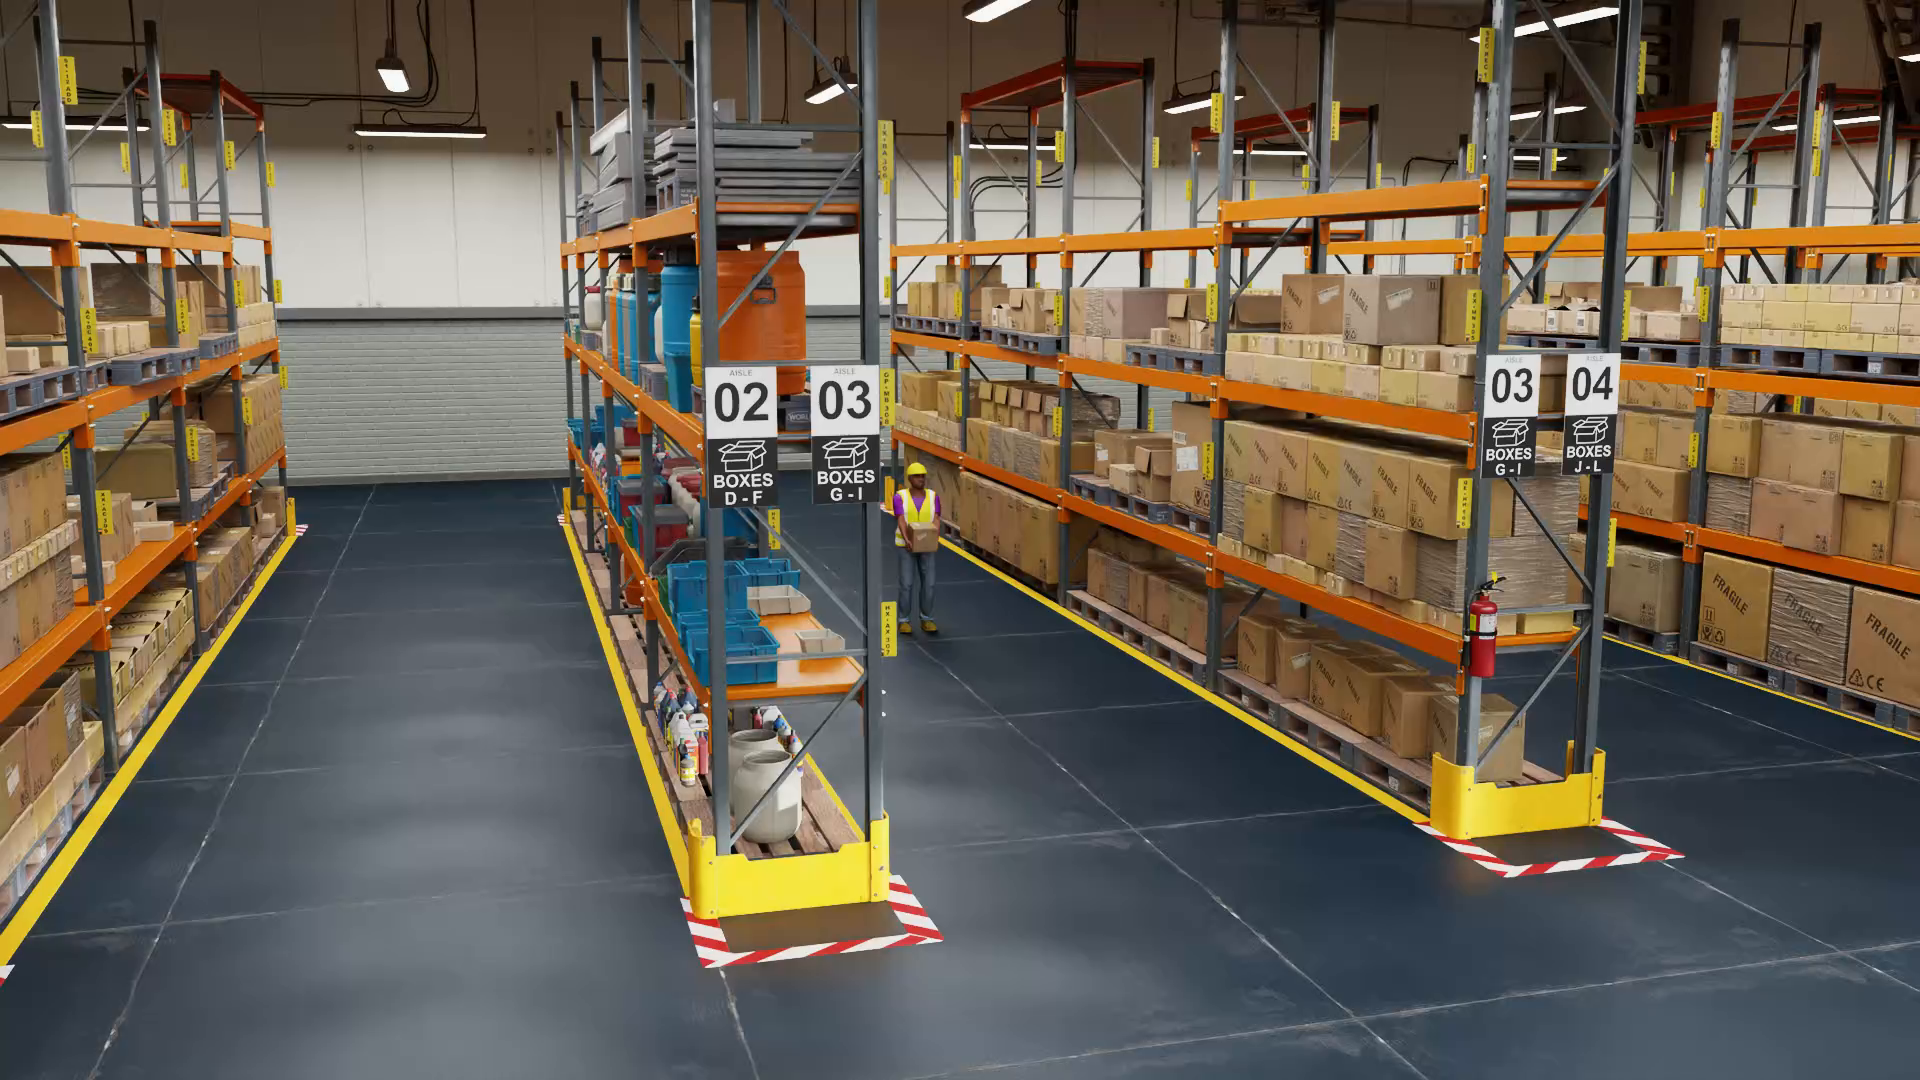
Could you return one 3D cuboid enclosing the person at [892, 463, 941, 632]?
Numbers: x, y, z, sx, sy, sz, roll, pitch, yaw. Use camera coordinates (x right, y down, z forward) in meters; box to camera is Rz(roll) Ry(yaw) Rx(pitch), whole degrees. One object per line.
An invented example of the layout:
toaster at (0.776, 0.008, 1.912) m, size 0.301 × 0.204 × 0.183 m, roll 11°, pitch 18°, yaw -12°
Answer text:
person at (-0.419, 0.091, 17.256) m, size 0.503 × 1.760 × 0.577 m, roll -2°, pitch 10°, yaw -15°
